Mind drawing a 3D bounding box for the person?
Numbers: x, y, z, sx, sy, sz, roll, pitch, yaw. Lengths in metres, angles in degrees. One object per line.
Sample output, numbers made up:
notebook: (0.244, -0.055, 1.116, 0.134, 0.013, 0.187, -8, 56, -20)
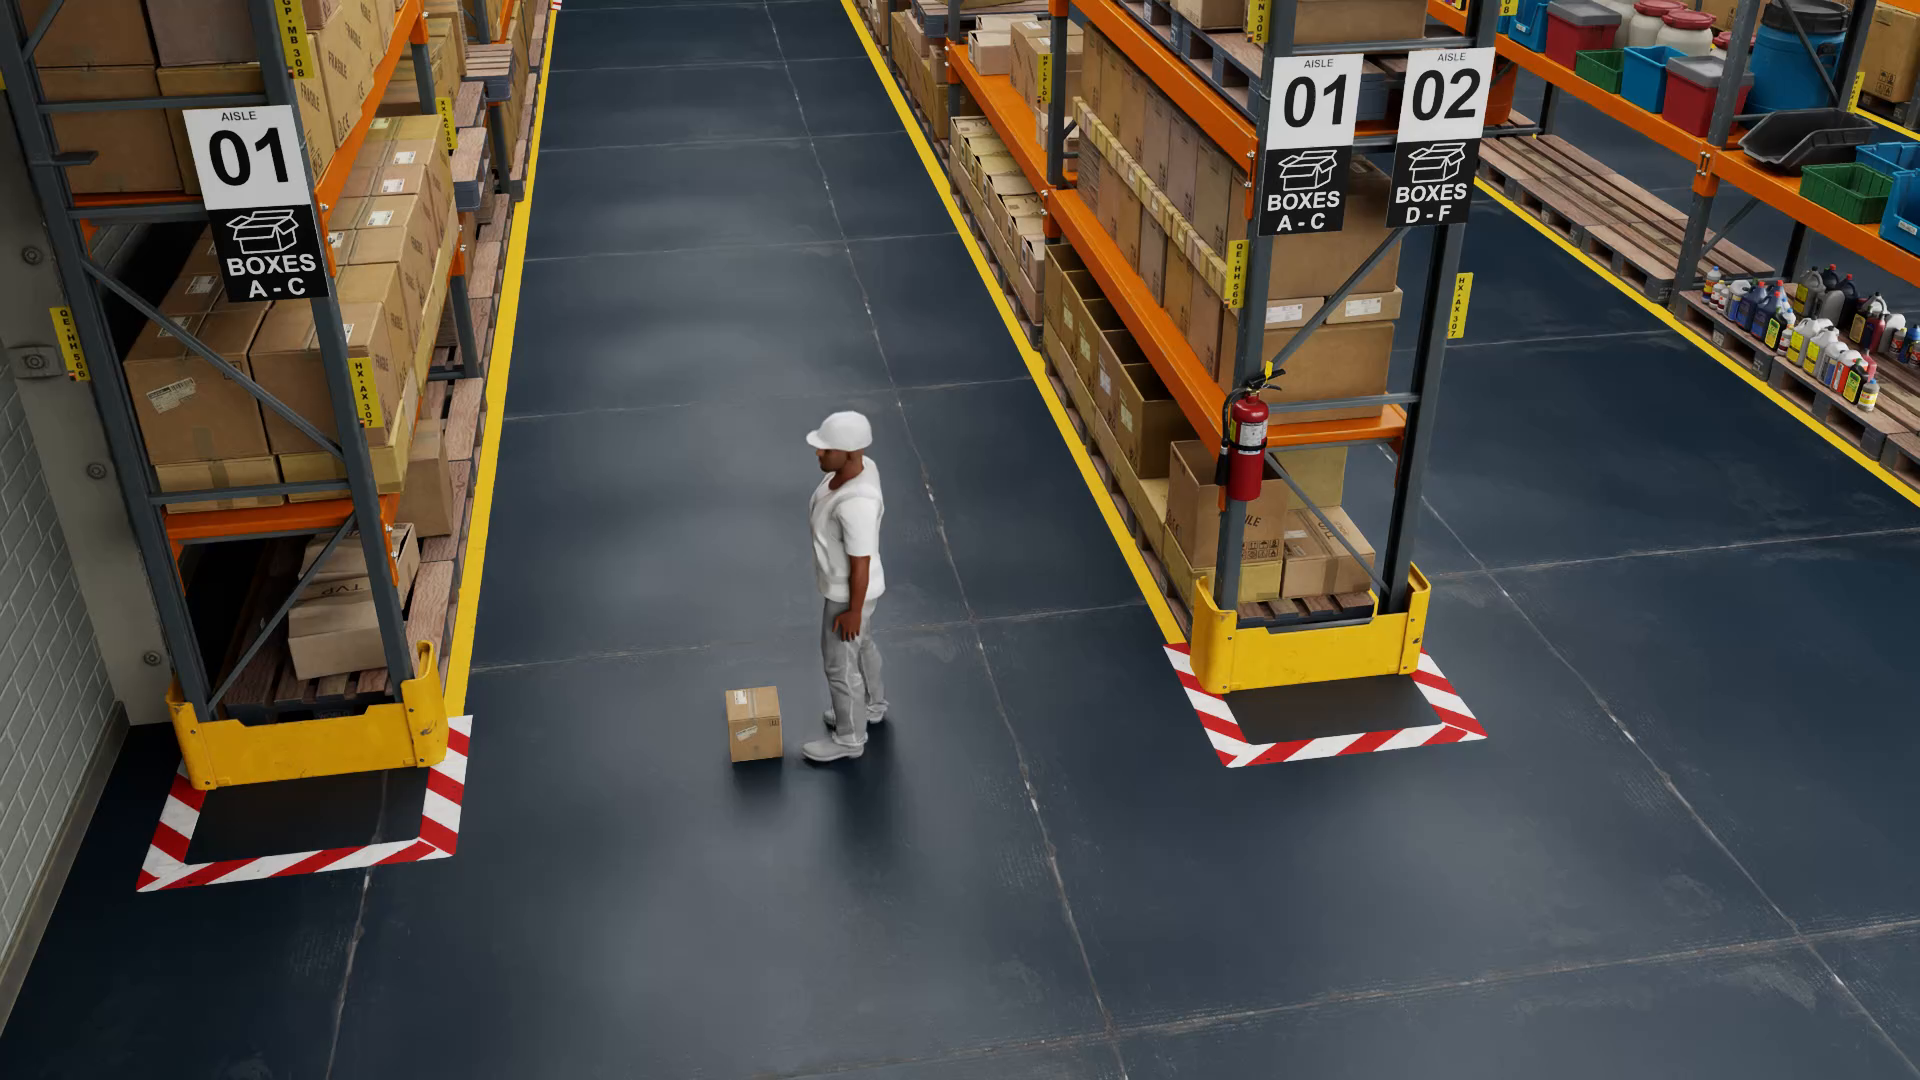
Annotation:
person: (-0.563, 0.211, 7.758, 0.460, 1.768, 0.566, -4, 31, -8)
